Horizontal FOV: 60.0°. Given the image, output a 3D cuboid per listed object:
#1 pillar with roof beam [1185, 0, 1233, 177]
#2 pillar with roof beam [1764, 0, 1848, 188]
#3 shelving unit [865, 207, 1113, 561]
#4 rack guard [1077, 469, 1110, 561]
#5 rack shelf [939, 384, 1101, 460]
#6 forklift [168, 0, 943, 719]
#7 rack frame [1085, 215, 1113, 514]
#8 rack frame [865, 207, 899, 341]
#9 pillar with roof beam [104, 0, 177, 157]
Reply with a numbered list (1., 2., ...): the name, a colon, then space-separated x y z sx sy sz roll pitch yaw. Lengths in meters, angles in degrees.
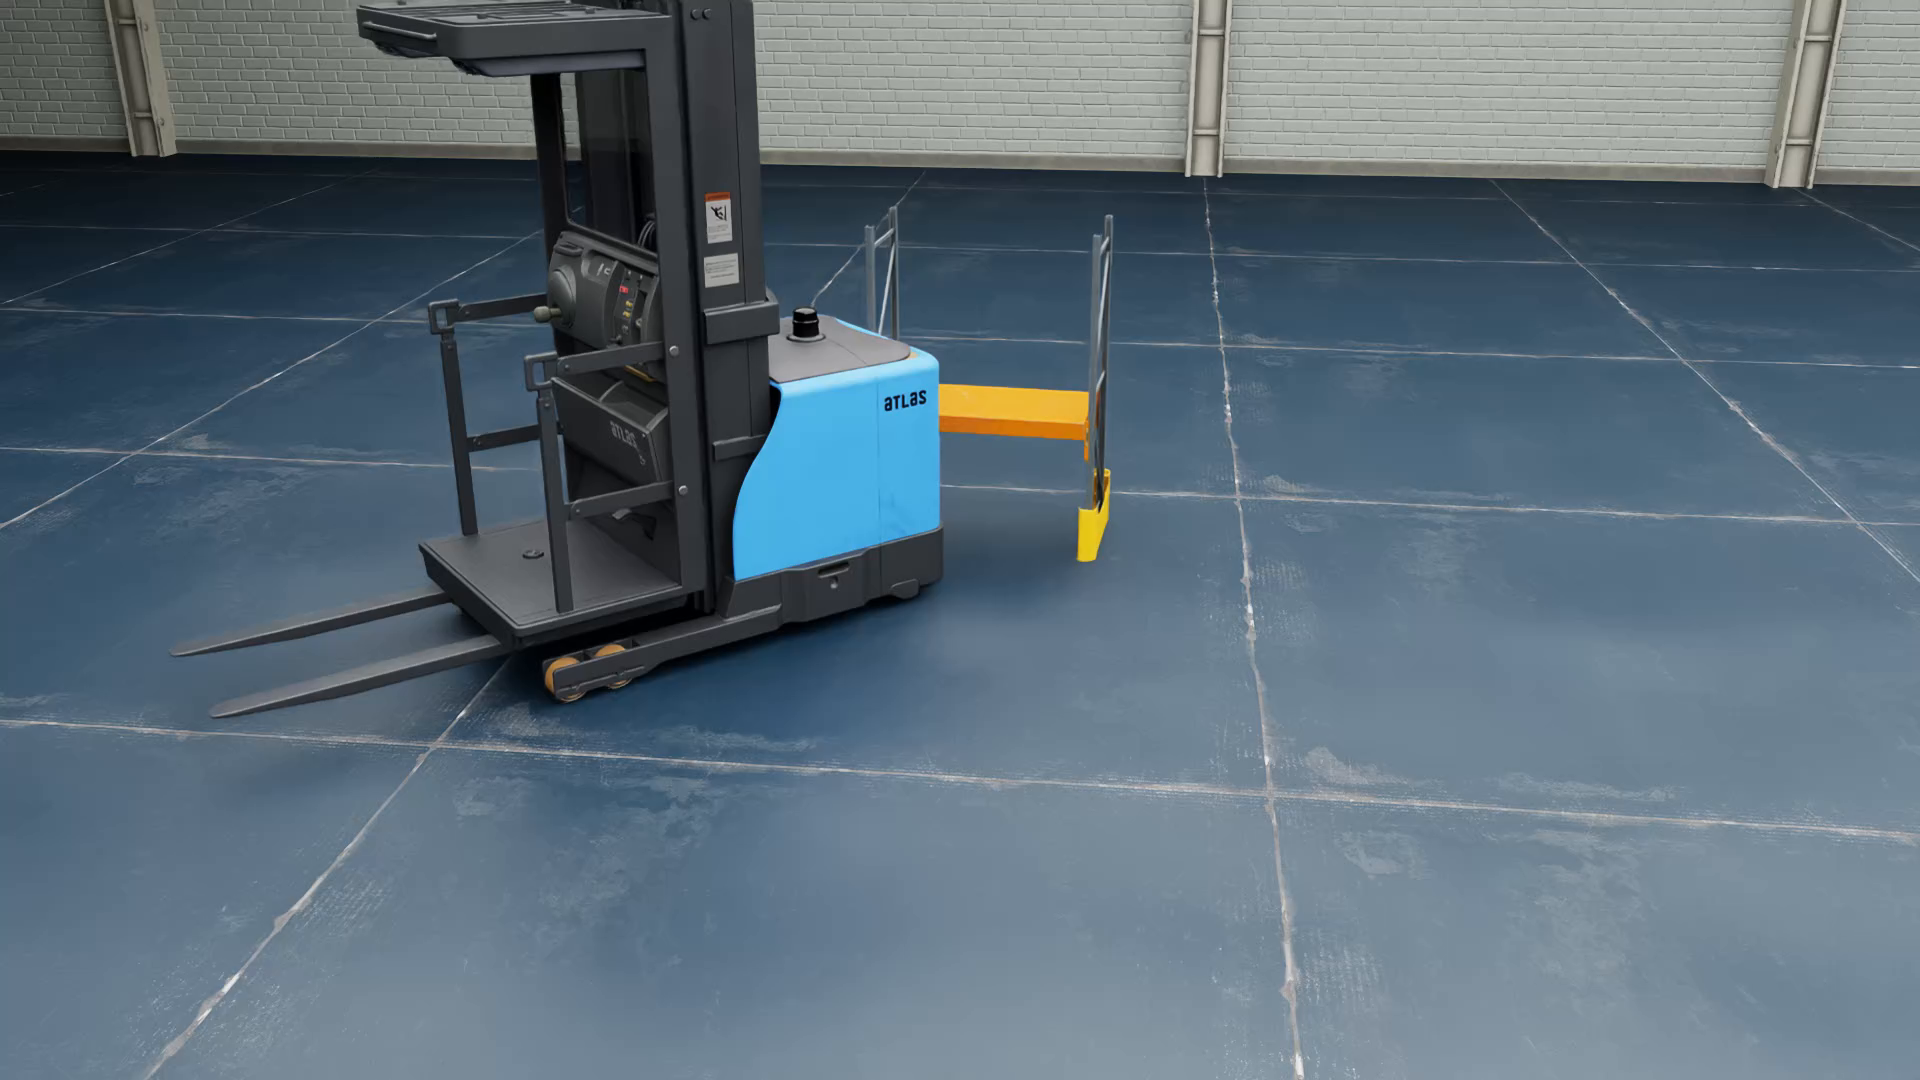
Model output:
1. pillar with roof beam: 2.113 -6.548 12.263 0.400 9.000 9.100 2 22 6
2. pillar with roof beam: 8.072 -6.288 11.606 0.400 9.000 9.100 2 22 6
3. shelving unit: 0.150 -0.742 7.776 1.083 1.500 0.587 4 22 10
4. rack guard: 0.638 -0.125 7.916 0.087 0.250 0.587 4 22 10
5. rack shelf: 0.141 -0.575 7.844 1.000 0.185 0.538 4 22 10
6. forklift: -1.566 -0.964 6.391 3.031 2.935 1.130 -15 26 -33
7. rack frame: 0.640 -0.706 7.686 0.032 1.500 0.500 4 22 10
8. rack frame: -0.358 -0.779 7.870 0.032 1.500 0.500 4 22 10
9. pillar with roof beam: -9.803 -7.067 13.576 0.400 9.000 9.100 2 22 6
